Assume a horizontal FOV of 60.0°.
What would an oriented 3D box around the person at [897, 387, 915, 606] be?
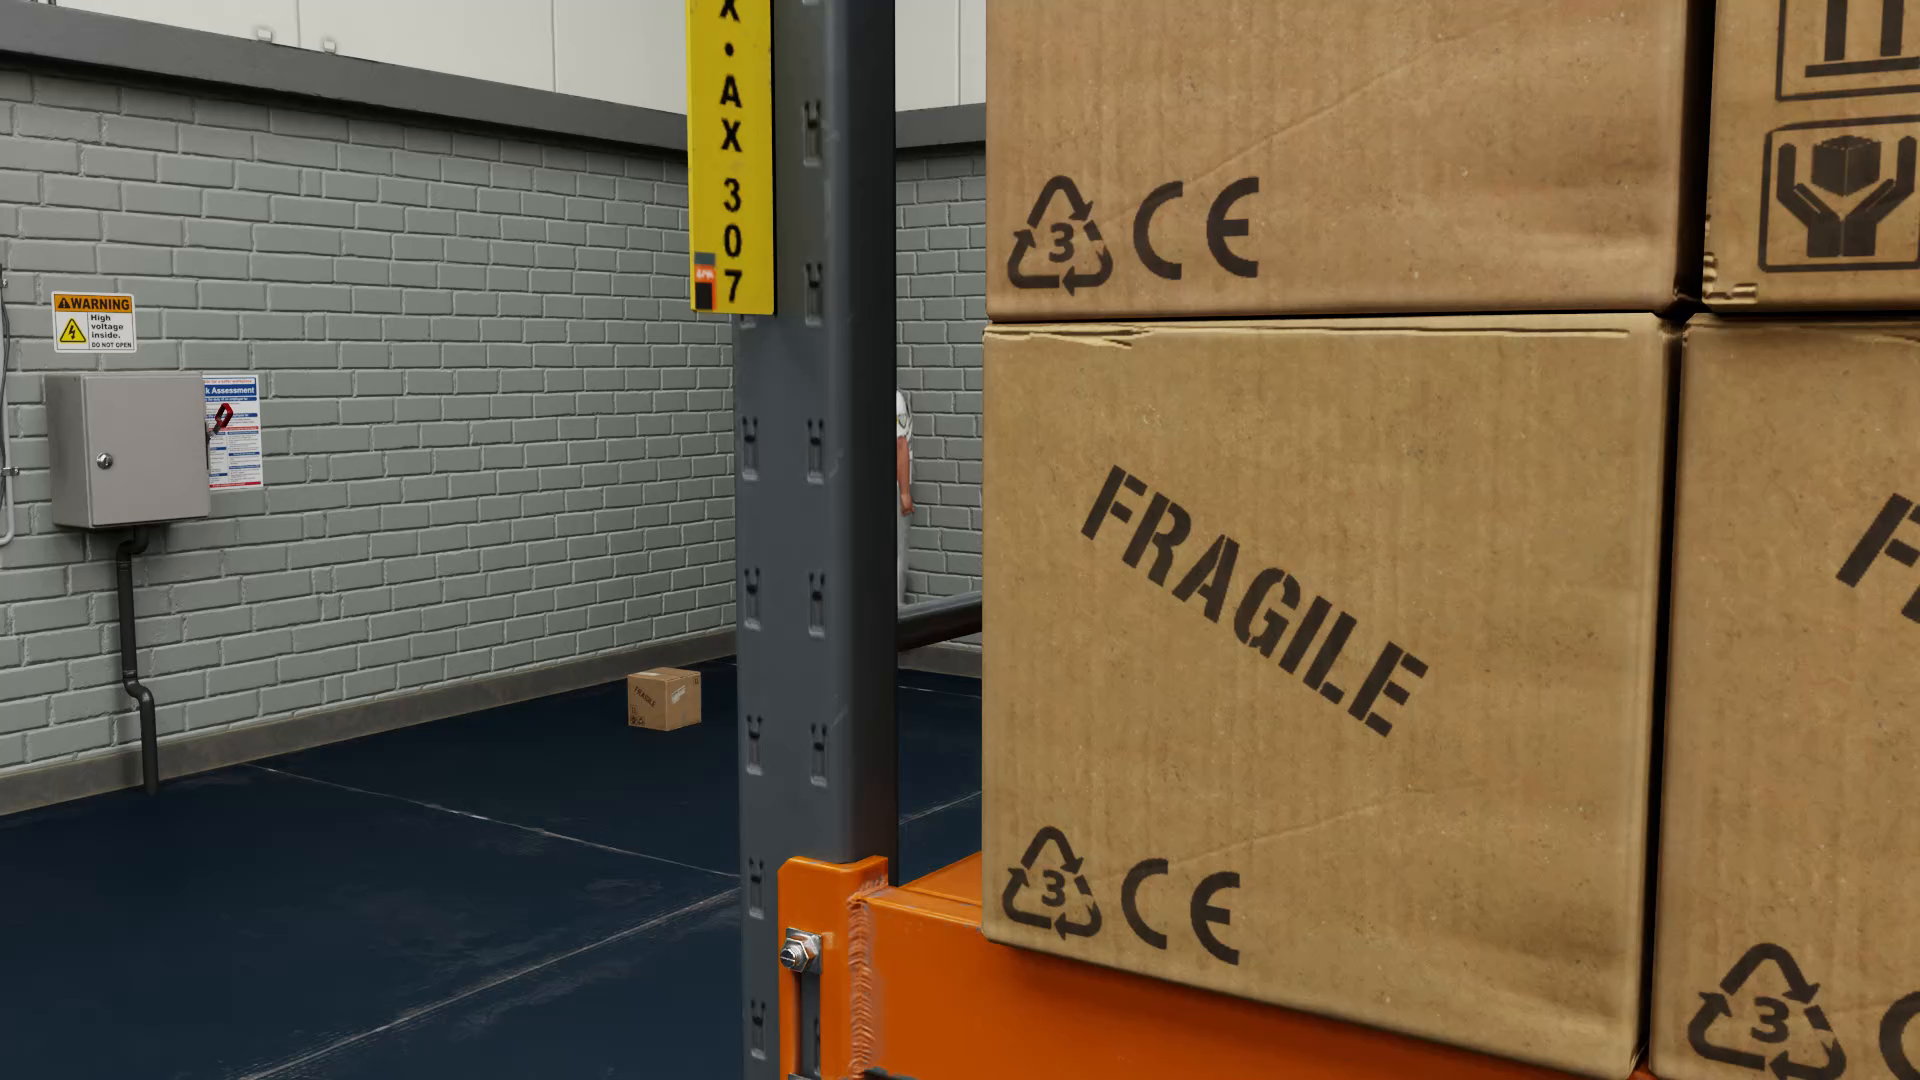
[{"bbox_3d":[-0.473,-0.291,9.434,0.529,1.767,0.397,5,8,36],"label":"person"}]
